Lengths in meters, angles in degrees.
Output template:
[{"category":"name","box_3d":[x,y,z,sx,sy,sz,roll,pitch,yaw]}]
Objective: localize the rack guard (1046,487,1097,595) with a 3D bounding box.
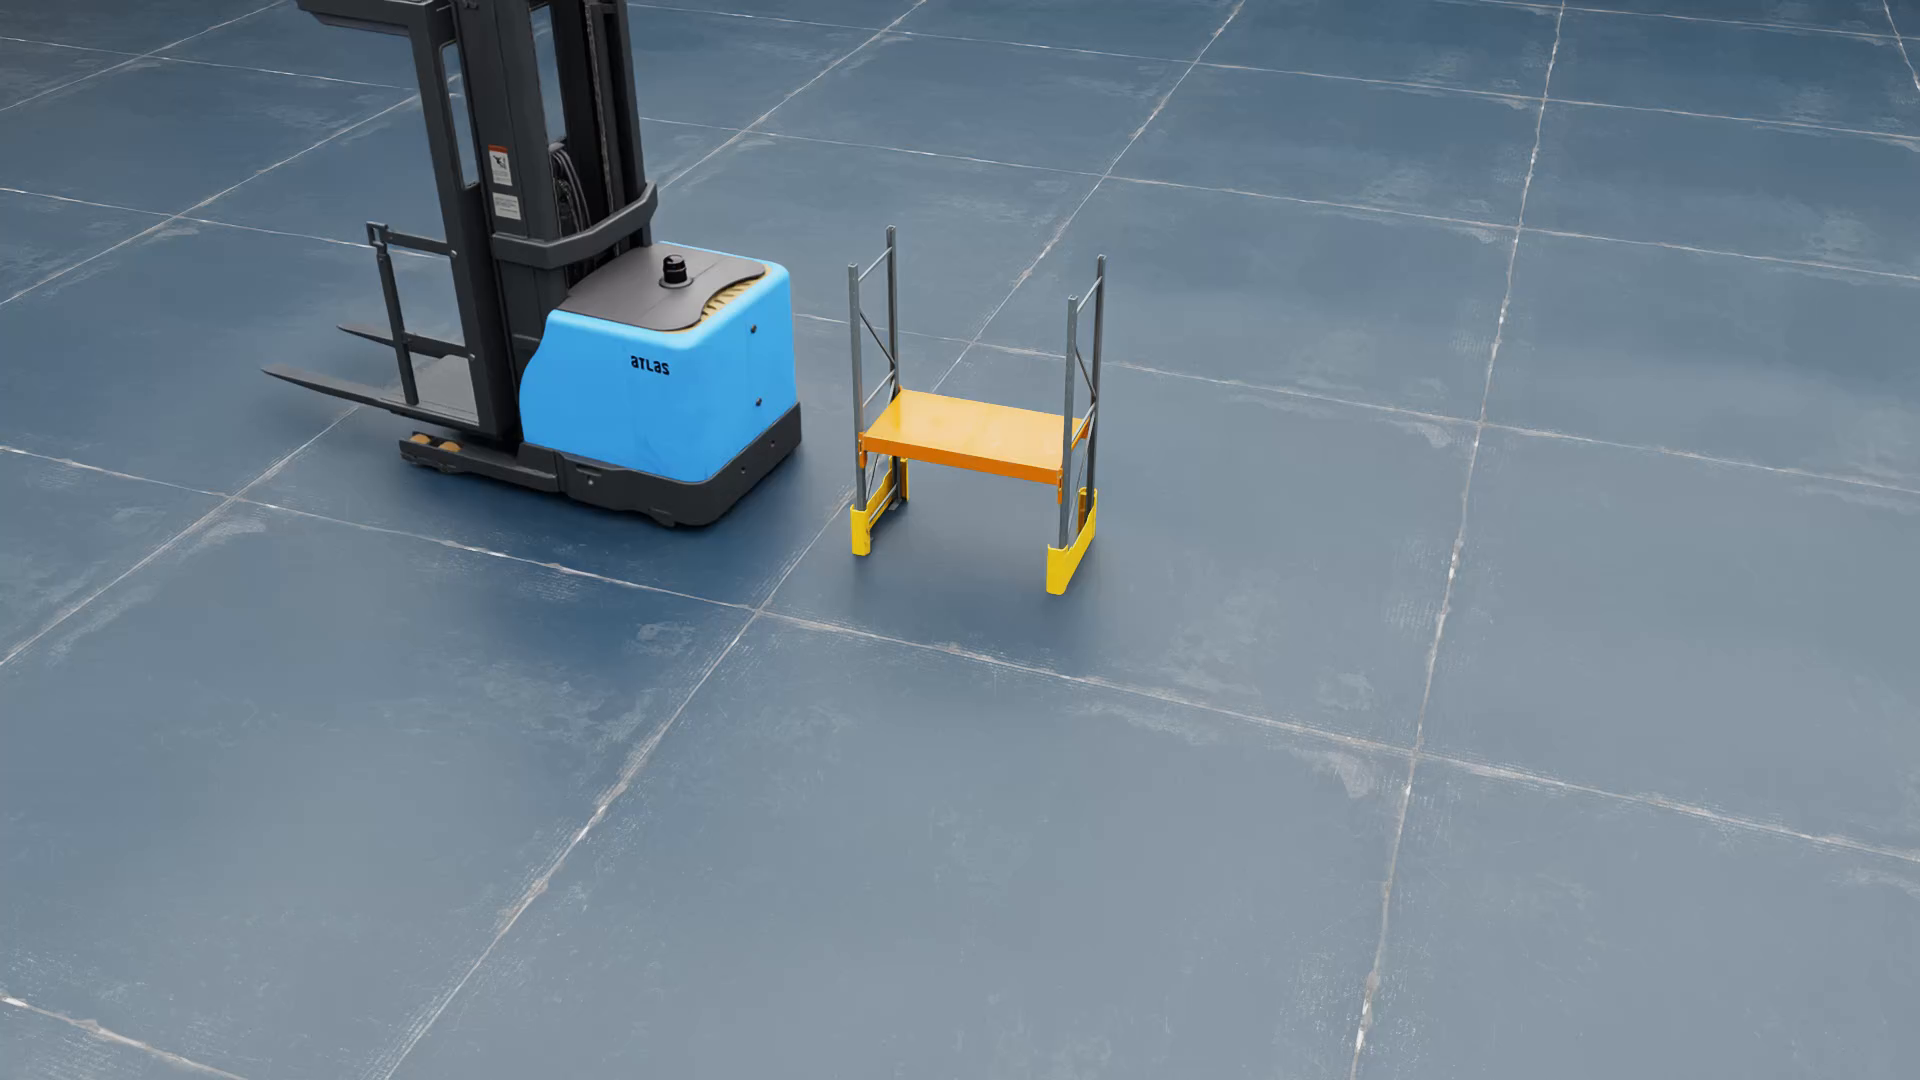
[{"category":"rack guard","box_3d":[0.541,0.000,8.019,0.087,0.250,0.587,11,34,16]}]

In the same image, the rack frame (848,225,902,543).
[{"category":"rack frame","box_3d":[-0.398,-0.707,7.963,0.032,1.500,0.500,11,34,16]}]

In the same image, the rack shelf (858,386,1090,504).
[{"category":"rack shelf","box_3d":[0.080,-0.463,7.917,1.000,0.185,0.538,11,34,16]}]

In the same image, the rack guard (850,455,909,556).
[{"category":"rack guard","box_3d":[-0.397,-0.182,8.302,0.087,0.250,0.587,11,34,16]}]

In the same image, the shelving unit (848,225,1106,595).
[{"category":"shelving unit","box_3d":[0.072,-0.616,7.822,1.083,1.500,0.587,11,34,16]}]

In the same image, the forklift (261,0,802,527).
[{"category":"forklift","box_3d":[-2.411,-1.825,8.374,3.031,2.935,1.130,14,35,21]}]

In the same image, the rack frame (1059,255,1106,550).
[{"category":"rack frame","box_3d":[0.559,-0.521,7.675,0.032,1.500,0.500,11,34,16]}]
